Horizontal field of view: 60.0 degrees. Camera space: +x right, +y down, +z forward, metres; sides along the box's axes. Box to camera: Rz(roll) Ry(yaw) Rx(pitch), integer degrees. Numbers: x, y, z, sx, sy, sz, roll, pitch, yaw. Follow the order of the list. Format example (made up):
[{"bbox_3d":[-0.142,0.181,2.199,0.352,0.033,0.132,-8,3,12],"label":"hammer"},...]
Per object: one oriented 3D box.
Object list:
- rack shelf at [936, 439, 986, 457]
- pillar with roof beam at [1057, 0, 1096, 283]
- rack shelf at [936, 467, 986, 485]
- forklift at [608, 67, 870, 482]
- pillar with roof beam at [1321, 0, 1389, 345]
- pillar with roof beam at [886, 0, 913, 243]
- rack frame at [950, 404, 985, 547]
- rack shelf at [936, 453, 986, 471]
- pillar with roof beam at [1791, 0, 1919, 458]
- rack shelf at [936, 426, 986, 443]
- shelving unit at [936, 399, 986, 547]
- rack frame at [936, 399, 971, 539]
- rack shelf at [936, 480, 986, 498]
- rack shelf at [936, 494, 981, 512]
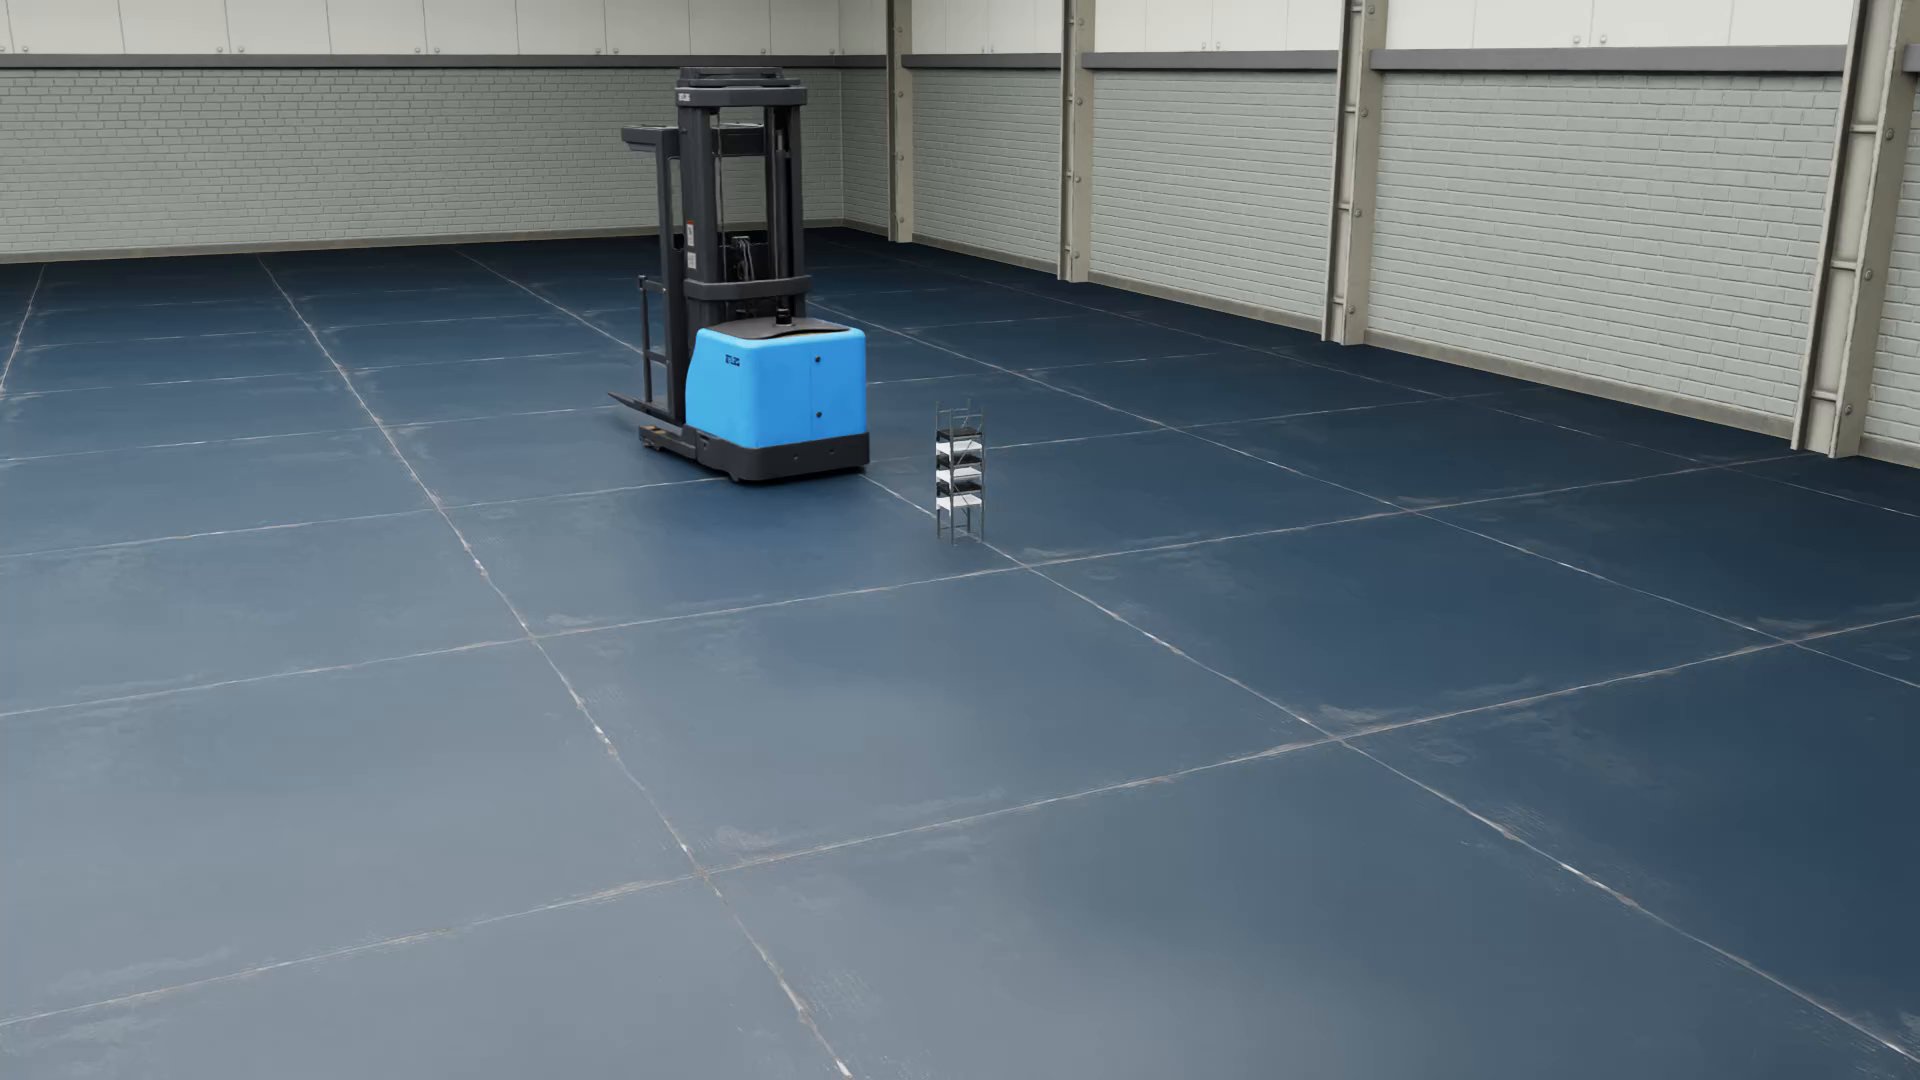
[{"bbox_3d":[0.004,-0.572,10.579,0.258,0.077,0.200,-8,18,-25],"label":"rack shelf"},{"bbox_3d":[-2.260,-7.484,20.516,9.100,9.000,0.400,-8,18,-25],"label":"pillar with roof beam"},{"bbox_3d":[0.004,-0.398,10.629,0.258,0.077,0.200,-8,18,-25],"label":"rack shelf"},{"bbox_3d":[-1.926,-2.181,13.036,1.130,2.935,3.031,-11,19,-33],"label":"forklift"},{"bbox_3d":[0.369,-5.996,15.332,9.100,9.000,0.400,-8,18,-25],"label":"pillar with roof beam"},{"bbox_3d":[-4.888,-8.972,25.700,9.100,9.000,0.400,-8,18,-25],"label":"pillar with roof beam"},{"bbox_3d":[0.048,-0.405,10.532,0.240,0.900,0.006,-8,18,-25],"label":"rack frame"},{"bbox_3d":[0.004,-0.485,10.604,0.258,0.077,0.200,-8,18,-25],"label":"rack shelf"},{"bbox_3d":[2.997,-4.508,10.147,9.100,9.000,0.400,-8,18,-25],"label":"pillar with roof beam"},{"bbox_3d":[0.004,-0.658,10.554,0.258,0.077,0.200,-8,18,-25],"label":"rack shelf"},{"bbox_3d":[0.004,-0.431,10.620,0.258,0.900,0.210,-8,18,-25],"label":"shelving unit"},{"bbox_3d":[-0.041,-0.456,10.707,0.240,0.900,0.006,-8,18,-25],"label":"rack frame"},{"bbox_3d":[0.004,-0.312,10.654,0.258,0.077,0.200,-8,18,-25],"label":"rack shelf"},{"bbox_3d":[0.004,-0.225,10.678,0.258,0.077,0.200,-8,18,-25],"label":"rack shelf"}]
